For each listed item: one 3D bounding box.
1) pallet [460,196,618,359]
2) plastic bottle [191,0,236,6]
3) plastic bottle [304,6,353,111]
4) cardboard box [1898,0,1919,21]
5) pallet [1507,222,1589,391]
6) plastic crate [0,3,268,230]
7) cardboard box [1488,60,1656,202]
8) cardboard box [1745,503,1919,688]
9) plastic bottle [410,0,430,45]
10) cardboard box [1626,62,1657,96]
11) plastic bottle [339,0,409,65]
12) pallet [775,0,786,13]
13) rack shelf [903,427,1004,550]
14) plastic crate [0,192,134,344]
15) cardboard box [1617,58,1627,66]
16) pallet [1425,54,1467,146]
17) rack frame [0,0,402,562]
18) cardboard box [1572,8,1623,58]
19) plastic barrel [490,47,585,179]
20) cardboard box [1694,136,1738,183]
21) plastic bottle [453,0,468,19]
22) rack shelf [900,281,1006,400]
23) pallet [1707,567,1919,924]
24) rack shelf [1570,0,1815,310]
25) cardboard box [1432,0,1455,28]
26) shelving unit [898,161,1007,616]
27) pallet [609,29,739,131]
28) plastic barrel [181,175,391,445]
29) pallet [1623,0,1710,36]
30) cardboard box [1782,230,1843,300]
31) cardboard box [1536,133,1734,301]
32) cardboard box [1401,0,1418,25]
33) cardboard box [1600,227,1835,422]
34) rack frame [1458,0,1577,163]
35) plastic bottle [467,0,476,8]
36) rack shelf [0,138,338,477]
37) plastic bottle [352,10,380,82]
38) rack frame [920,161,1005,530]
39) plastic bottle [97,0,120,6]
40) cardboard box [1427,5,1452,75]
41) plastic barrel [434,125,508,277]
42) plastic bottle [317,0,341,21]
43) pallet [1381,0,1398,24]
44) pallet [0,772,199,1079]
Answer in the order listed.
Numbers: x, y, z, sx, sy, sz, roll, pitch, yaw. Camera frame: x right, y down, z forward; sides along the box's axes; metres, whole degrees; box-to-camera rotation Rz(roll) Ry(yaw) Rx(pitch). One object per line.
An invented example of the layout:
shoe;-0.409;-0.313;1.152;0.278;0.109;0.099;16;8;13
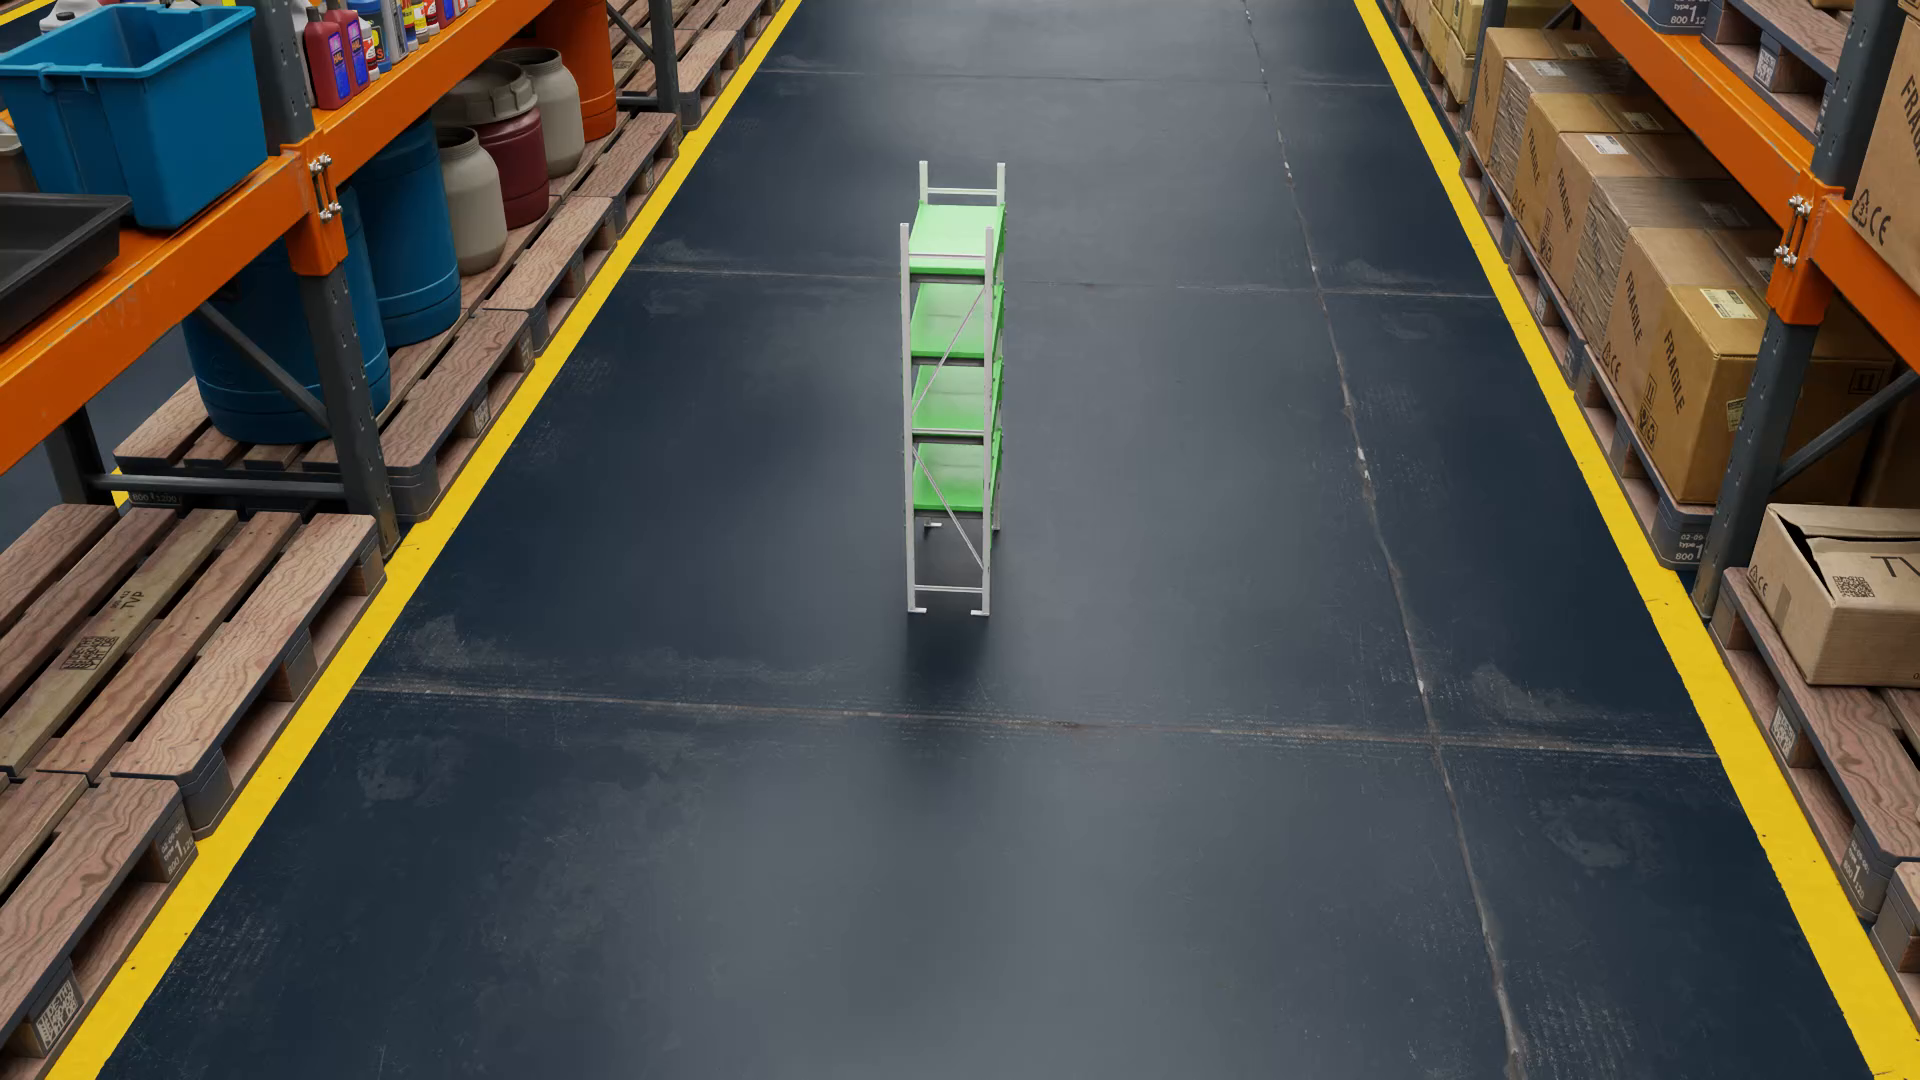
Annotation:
pallet;-2.063;-1.117;6.861;1.003;0.211;1.213;2;32;4
plastic bottle;-2.372;-1.730;5.245;0.144;0.351;0.185;2;32;4
plastic bottle;-1.809;-1.386;4.751;0.061;0.283;0.133;2;32;4
cardboard box;2.354;-1.283;3.424;0.500;0.500;0.500;3;32;5
pallet;2.798;-0.928;6.555;1.003;0.211;1.213;2;32;4
plastic crate;-1.962;-1.022;4.008;0.392;0.384;0.575;2;32;4
cardboard box;2.639;-1.764;7.216;0.500;0.500;0.500;1;32;2
cardboard box;2.423;0.119;4.342;0.500;0.311;0.500;2;32;4
plastic bottle;-1.772;-1.705;5.347;0.097;0.201;0.097;0;32;0
cardboard box;3.156;-1.764;7.217;0.500;0.500;0.500;4;32;6
plastic bottle;-1.817;-1.627;5.149;0.152;0.276;0.135;2;32;4
pallet;-1.638;-3.846;11.290;1.003;0.211;1.213;2;32;4
rack shelf;-0.013;-0.166;4.954;0.258;0.148;0.480;2;32;4
plastic crate;-2.087;-0.574;3.527;0.437;0.125;0.590;2;32;4
cardboard box;3.334;-2.410;8.522;0.500;0.250;0.500;2;32;4
pallet;3.104;-2.382;8.914;1.003;0.211;1.213;2;32;4
rack frame;-2.264;-1.262;4.439;1.000;3.000;0.127;2;32;4
cardboard box;3.334;-2.649;8.375;0.500;0.311;0.500;3;32;6
plastic barrel;-1.918;-1.918;7.474;0.421;0.512;0.421;0;32;0
cardboard box;3.077;-1.219;6.333;0.500;0.500;0.500;1;32;2
plastic bottle;-1.771;-1.919;5.624;0.152;0.276;0.135;2;32;4
rack shelf;-0.013;-0.574;4.702;0.258;0.148;0.480;2;32;4
pallet;2.616;0.497;4.242;1.003;0.211;1.213;2;32;4
rack shelf;2.835;-1.788;5.979;1.077;0.370;4.000;2;32;4
cardboard box;2.831;-2.944;8.854;0.500;0.311;0.500;2;32;3
shelving unit;-0.013;-0.424;4.795;0.258;1.200;0.503;2;32;4
pallet;-1.837;-2.570;9.220;1.003;0.211;1.213;2;32;4
plastic barrel;-2.203;-0.832;5.340;0.600;0.901;0.708;2;32;4
pallet;2.845;-2.042;5.887;1.003;0.211;1.213;2;32;4
cardboard box;2.987;-0.694;5.480;0.500;0.500;0.500;3;32;5
cardboard box;2.556;-1.229;6.348;0.500;0.500;0.500;1;32;2
cardboard box;2.919;-3.236;9.862;0.500;0.250;0.500;3;32;5
cardboard box;2.476;-0.700;5.491;0.500;0.500;0.500;3;32;4
rack frame;2.998;-3.140;7.487;1.000;3.000;0.127;2;32;4
plastic bottle;-1.734;-1.947;5.740;0.097;0.201;0.097;0;32;0
rack shelf;-2.427;0.090;2.931;1.077;0.370;4.000;2;32;4
plastic bottle;-1.807;-1.482;4.985;0.097;0.201;0.097;0;32;0
rack frame;0.006;-0.552;5.002;0.240;1.200;0.015;2;32;4
plastic bottle;-2.581;-1.556;5.026;0.061;0.283;0.133;2;32;4
cardboard box;2.836;-2.704;8.999;0.500;0.250;0.500;2;32;3
plastic barrel;-2.010;-1.327;6.516;0.421;0.512;0.421;0;32;0
plastic bottle;-1.943;-1.590;5.161;0.097;0.201;0.097;0;32;0
pallet;3.303;-3.658;10.984;1.003;0.211;1.213;2;32;4
pallet;-2.382;0.951;3.506;1.003;0.211;1.213;2;32;4
